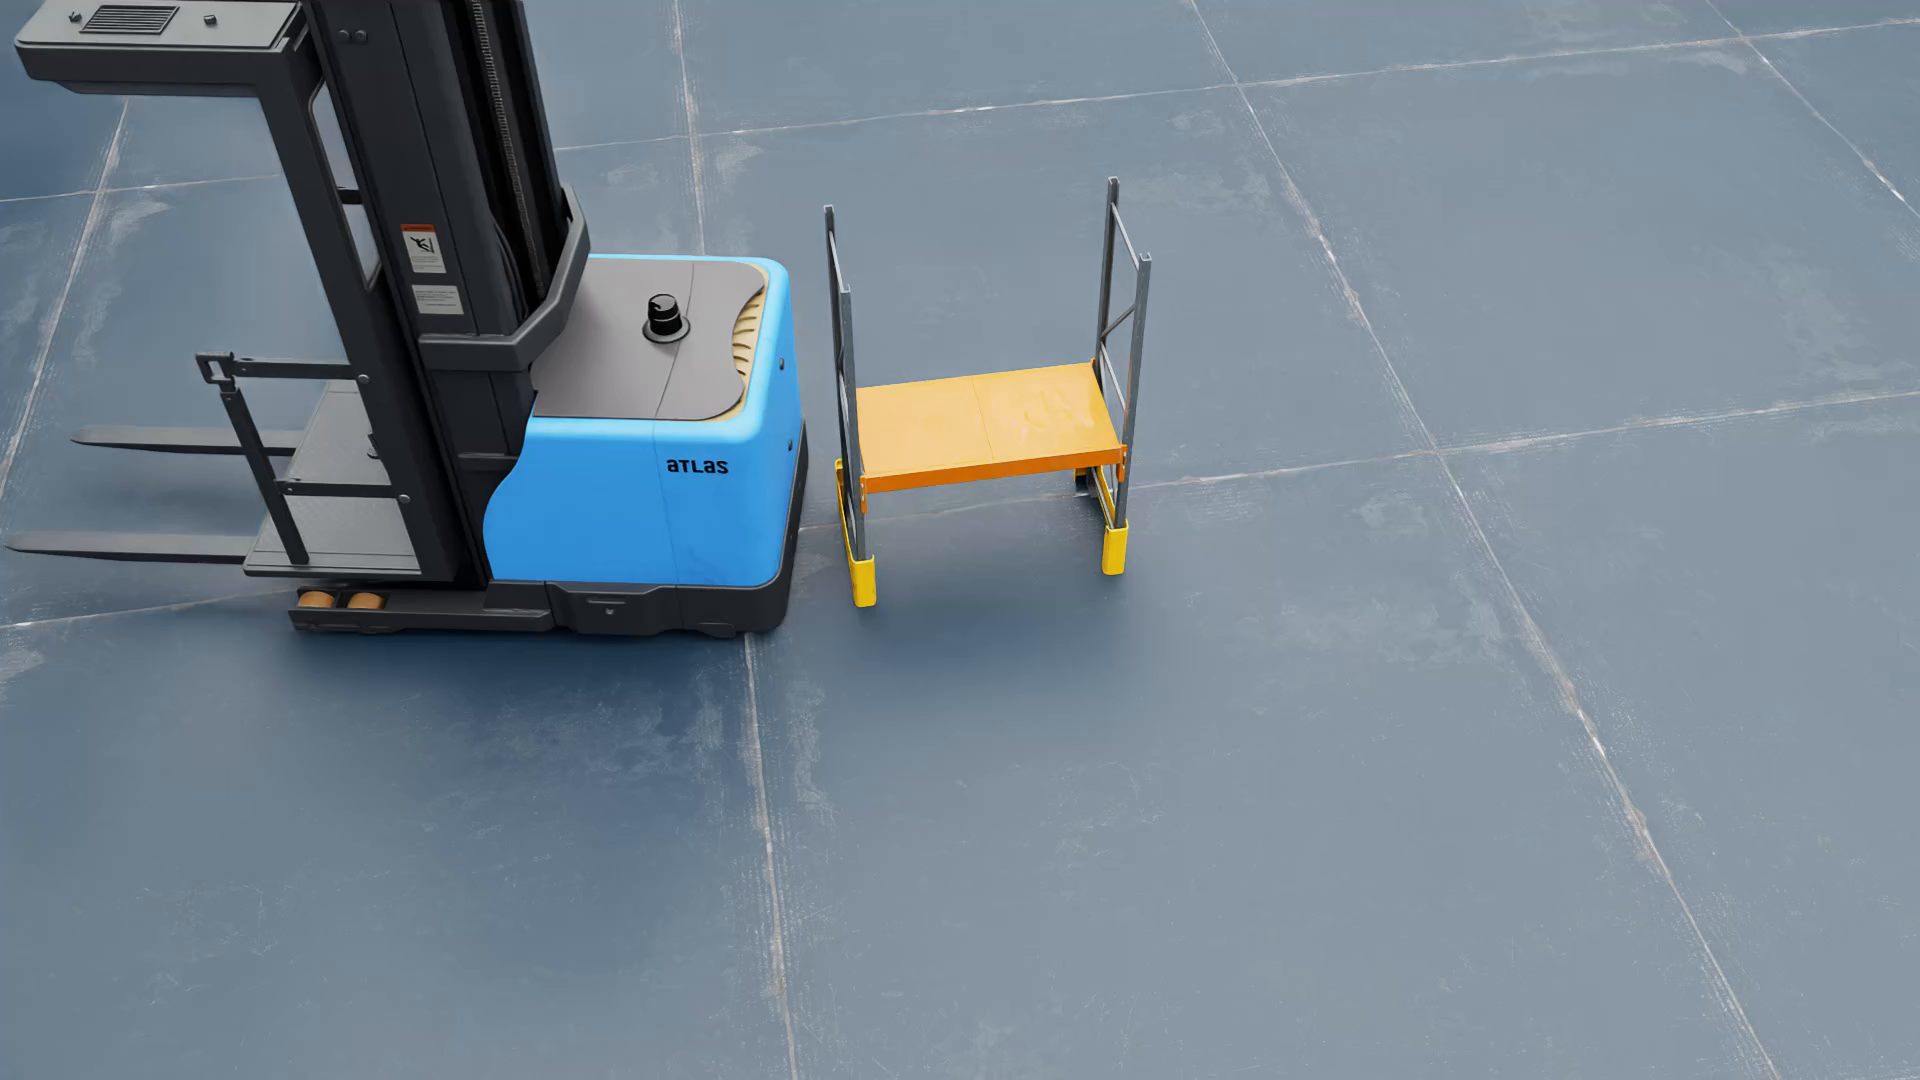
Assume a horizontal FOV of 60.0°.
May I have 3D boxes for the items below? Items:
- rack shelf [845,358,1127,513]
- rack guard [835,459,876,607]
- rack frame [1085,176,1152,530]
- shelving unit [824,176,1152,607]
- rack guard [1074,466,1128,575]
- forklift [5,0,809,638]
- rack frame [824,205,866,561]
[{"bbox_3d":[0.084,-0.406,6.350,1.000,0.185,0.538,-7,46,-7],"label":"rack shelf"},{"bbox_3d":[-0.416,-0.035,6.610,0.087,0.250,0.587,-7,46,-7],"label":"rack guard"},{"bbox_3d":[0.585,-0.593,6.280,0.032,1.500,0.500,-7,46,-7],"label":"rack frame"},{"bbox_3d":[0.075,-0.530,6.219,1.083,1.500,0.587,-7,46,-7],"label":"shelving unit"},{"bbox_3d":[0.566,-0.157,6.728,0.087,0.250,0.587,-7,46,-7],"label":"rack guard"},{"bbox_3d":[-2.164,-1.036,5.713,3.031,2.935,1.130,2,46,2],"label":"forklift"},{"bbox_3d":[-0.417,-0.468,6.160,0.032,1.500,0.500,-7,46,-7],"label":"rack frame"}]
